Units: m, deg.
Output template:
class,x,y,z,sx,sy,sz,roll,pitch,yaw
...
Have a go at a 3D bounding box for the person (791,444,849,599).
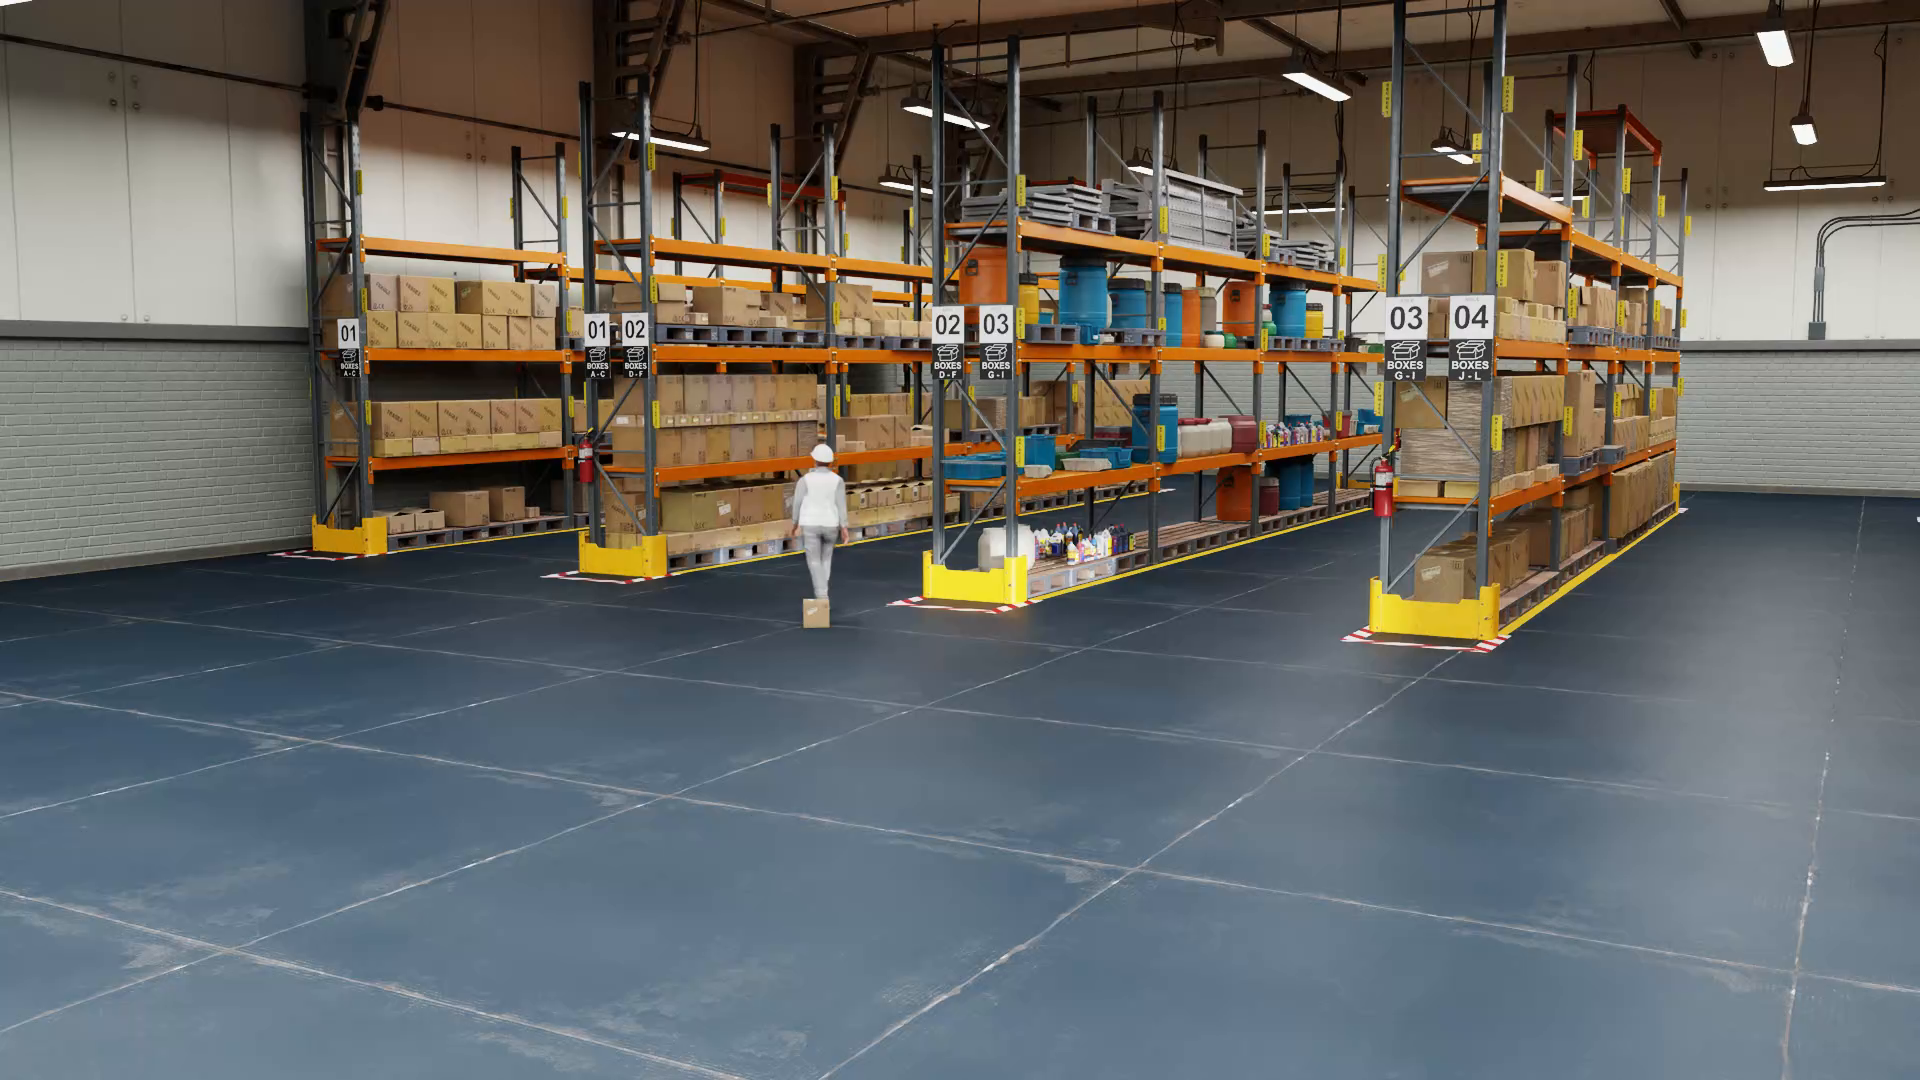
class,x,y,z,sx,sy,sz,roll,pitch,yaw
person,-1.502,-0.160,17.633,0.562,1.723,1.067,-2,6,-22
